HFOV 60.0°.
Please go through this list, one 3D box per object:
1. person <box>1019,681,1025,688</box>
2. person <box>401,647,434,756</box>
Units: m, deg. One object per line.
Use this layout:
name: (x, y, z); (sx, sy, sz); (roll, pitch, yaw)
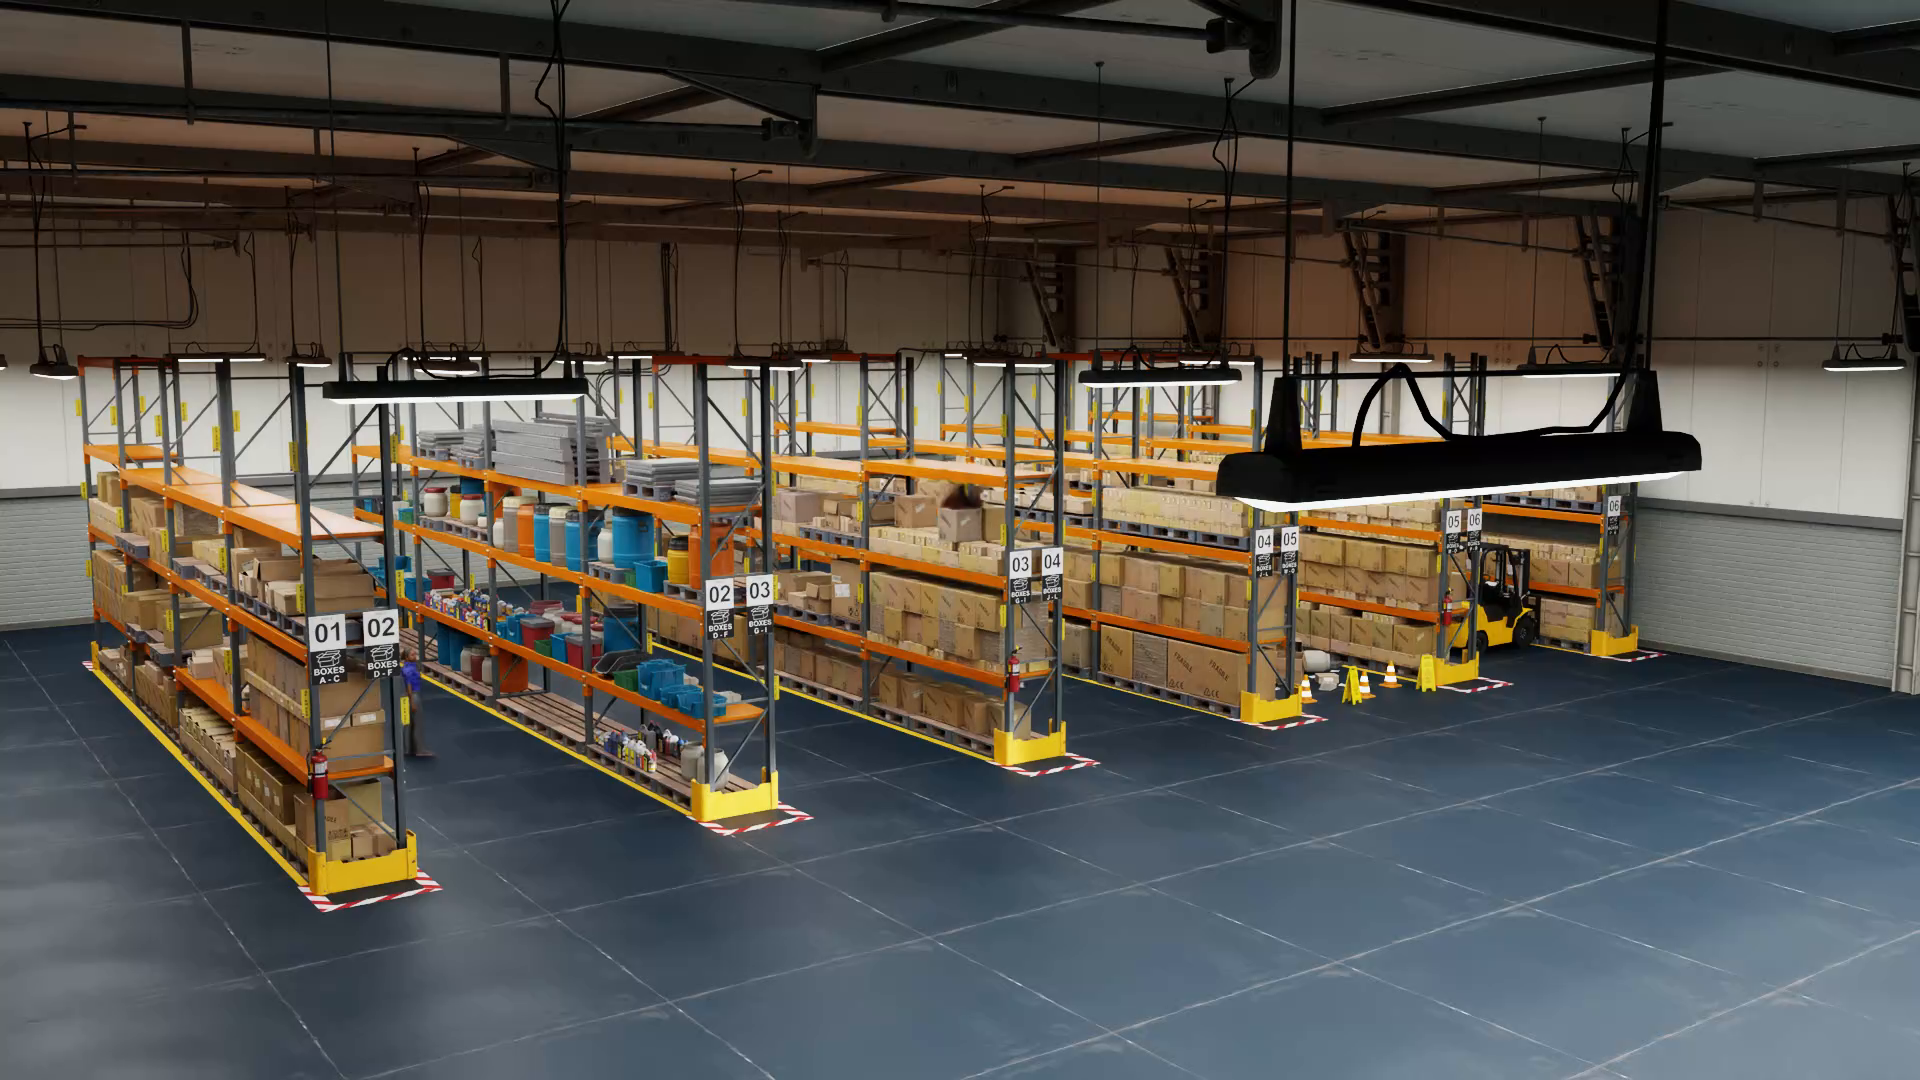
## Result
person: (1.034, 1.809, 30.562); (0.600, 1.813, 0.942); (-5, 8, -33)
person: (-8.289, 2.451, 25.330); (0.411, 1.662, 0.482); (-4, 8, -32)
